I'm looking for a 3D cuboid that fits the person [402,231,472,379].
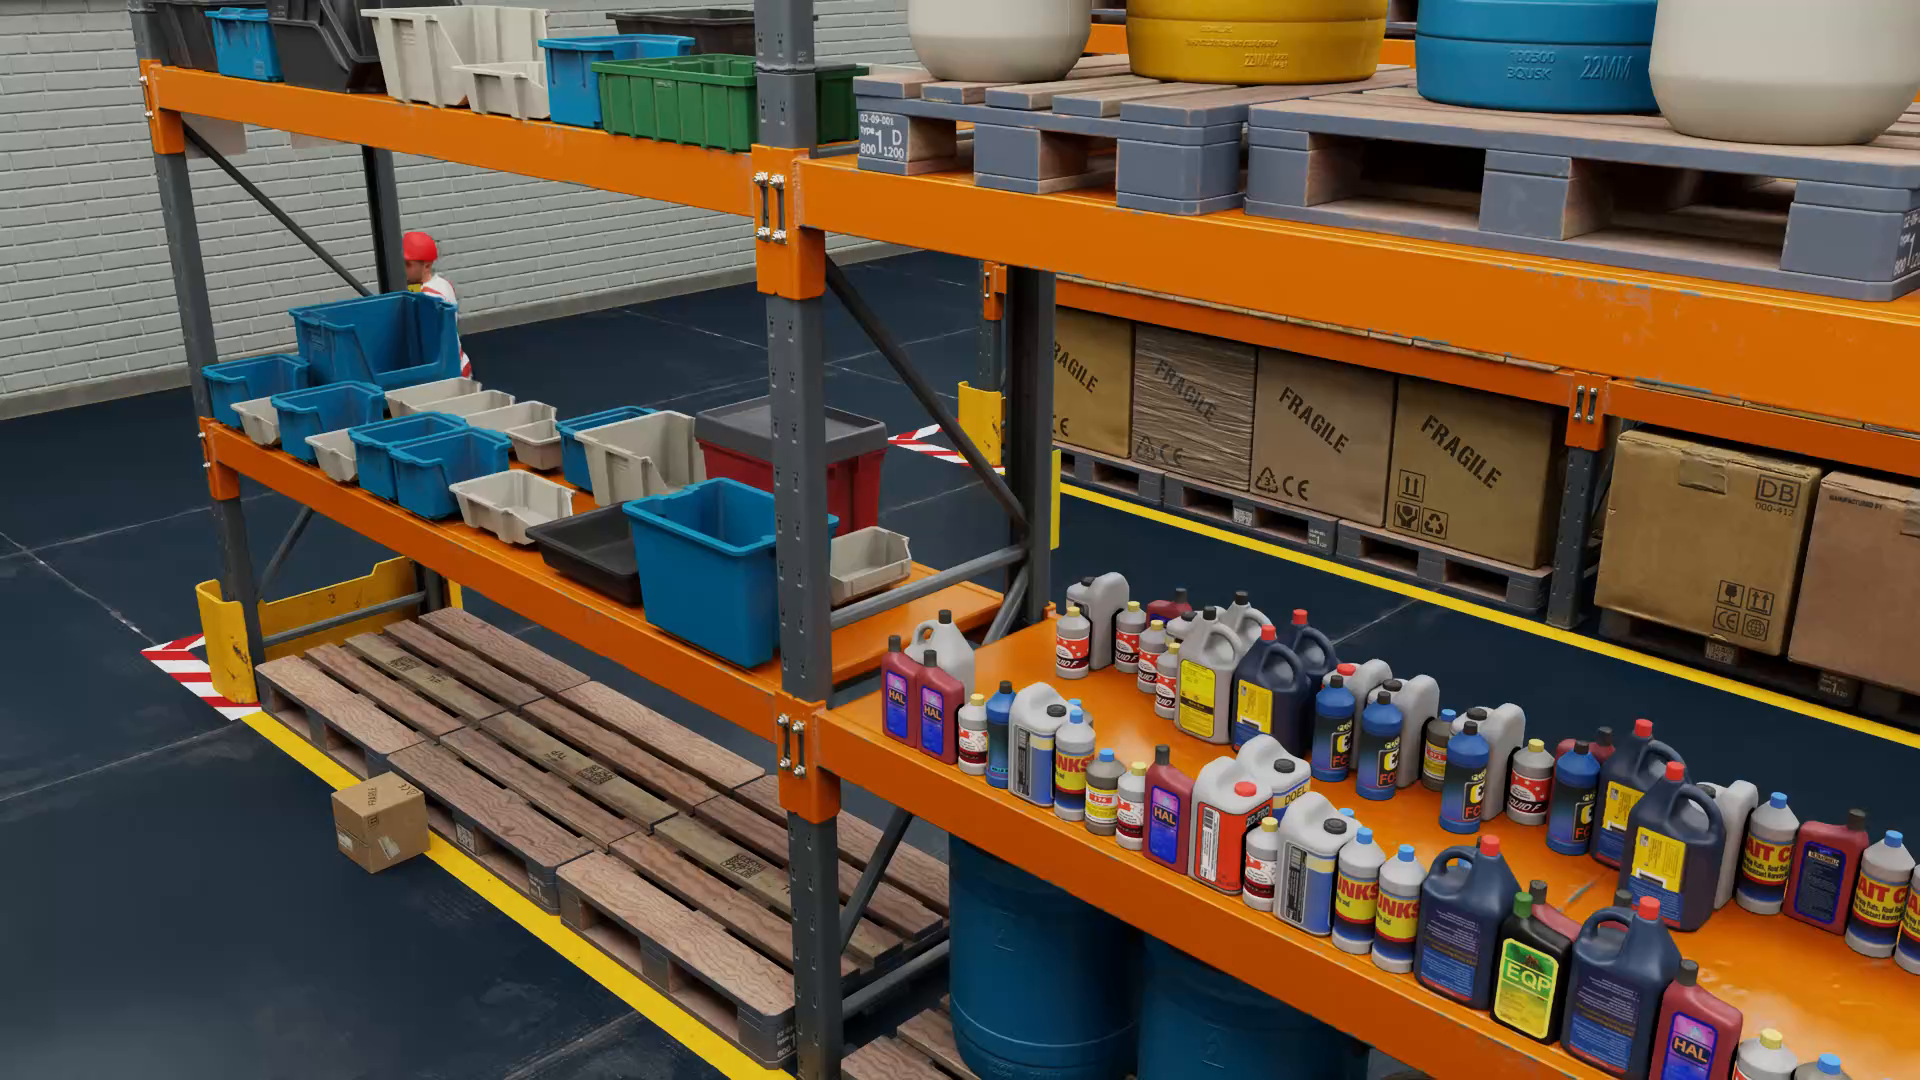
[{"bbox_3d":[-2.953,-0.827,9.245,0.467,1.798,0.717,0,20,0],"label":"person"}]
